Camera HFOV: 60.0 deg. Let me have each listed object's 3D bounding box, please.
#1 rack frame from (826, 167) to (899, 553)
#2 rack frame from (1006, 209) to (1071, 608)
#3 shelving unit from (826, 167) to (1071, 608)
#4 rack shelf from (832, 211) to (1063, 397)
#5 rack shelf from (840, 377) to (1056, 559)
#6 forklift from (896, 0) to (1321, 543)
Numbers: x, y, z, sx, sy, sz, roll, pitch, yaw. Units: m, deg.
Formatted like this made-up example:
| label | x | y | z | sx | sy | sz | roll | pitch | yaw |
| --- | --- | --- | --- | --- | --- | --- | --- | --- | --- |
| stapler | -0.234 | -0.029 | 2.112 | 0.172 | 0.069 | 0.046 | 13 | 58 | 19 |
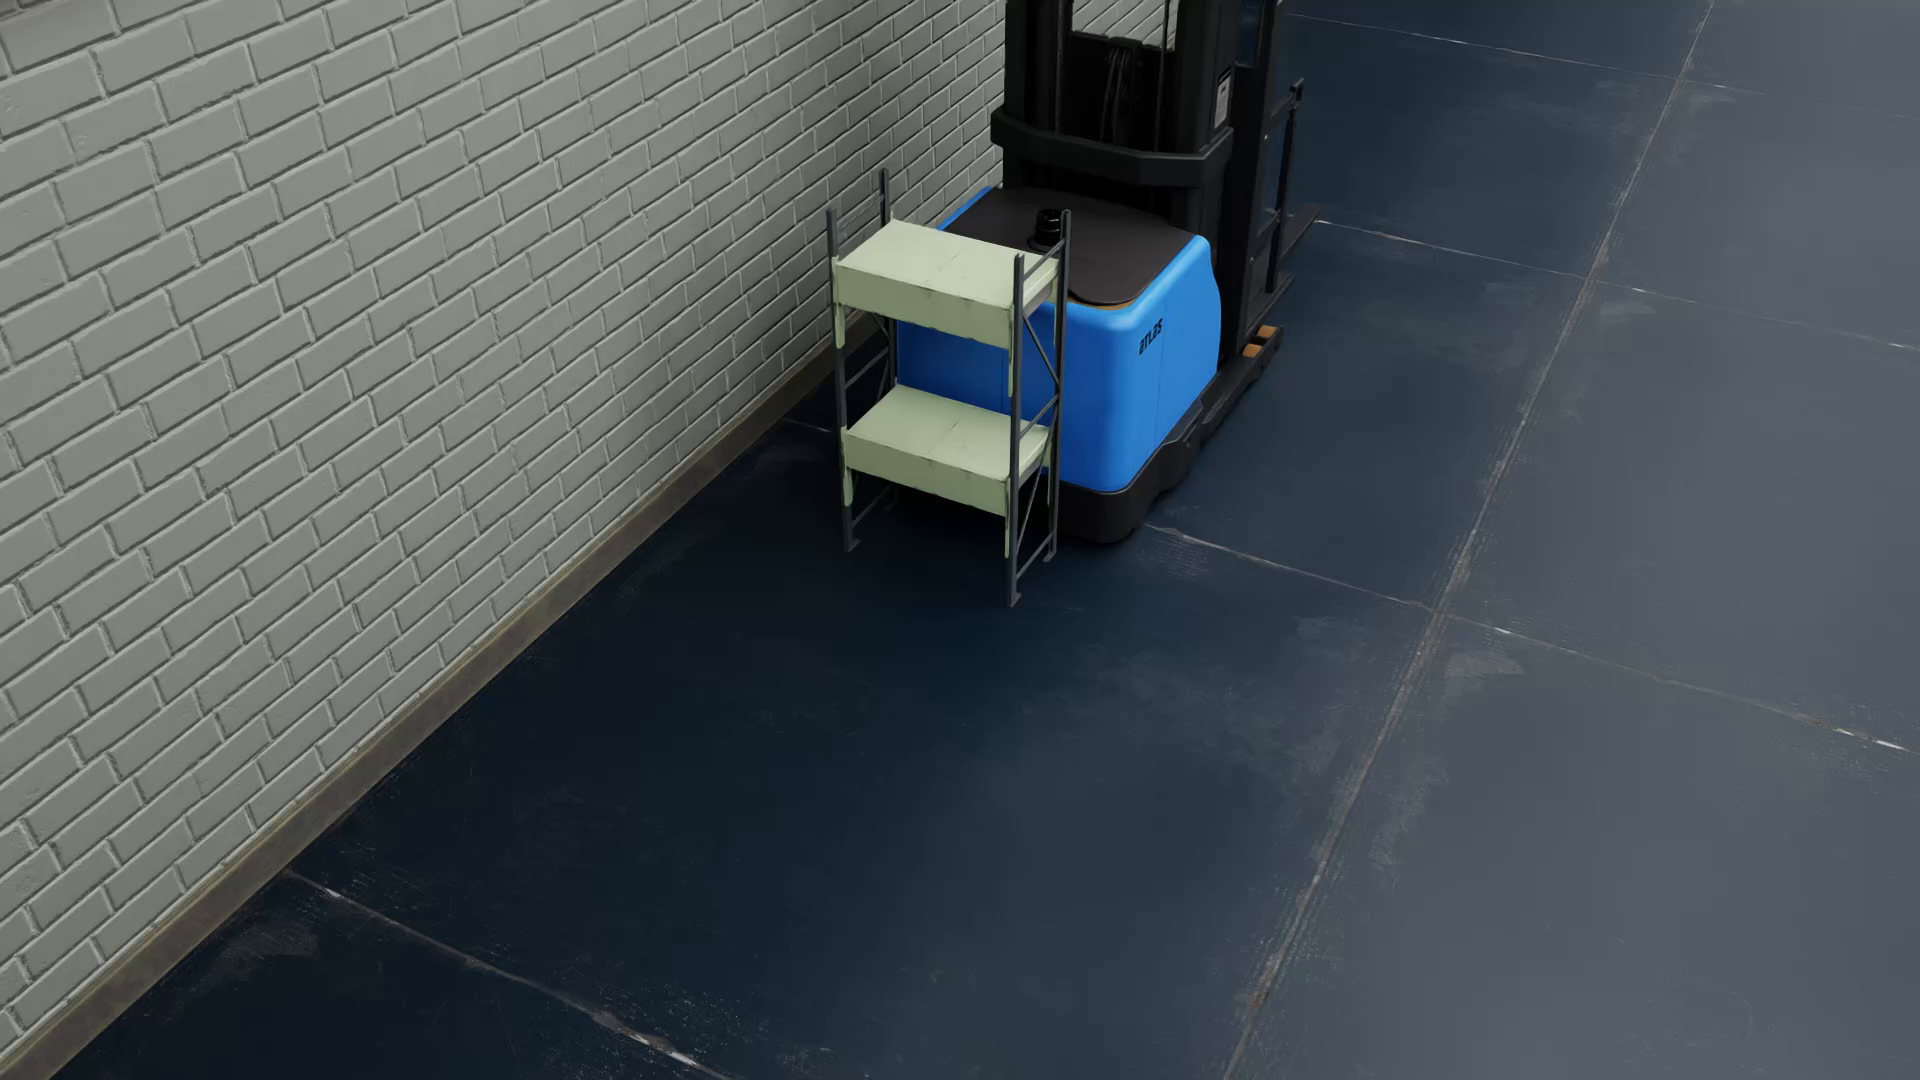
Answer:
| label | x | y | z | sx | sy | sz | roll | pitch | yaw |
| --- | --- | --- | --- | --- | --- | --- | --- | --- | --- |
| rack frame | -0.362 | -0.653 | 6.369 | 0.023 | 1.500 | 0.400 | 18 | 41 | 22 |
| rack frame | 0.283 | -0.444 | 6.094 | 0.023 | 1.500 | 0.400 | 18 | 41 | 22 |
| shelving unit | -0.040 | -0.548 | 6.231 | 0.755 | 1.500 | 0.431 | 18 | 41 | 22 |
| rack shelf | -0.040 | -0.859 | 5.995 | 0.720 | 0.370 | 0.431 | 18 | 41 | 22 |
| rack shelf | -0.040 | -0.289 | 6.429 | 0.720 | 0.370 | 0.431 | 18 | 41 | 22 |
| forklift | 0.873 | -2.030 | 7.001 | 1.130 | 2.935 | 3.031 | 18 | 41 | 22 |
